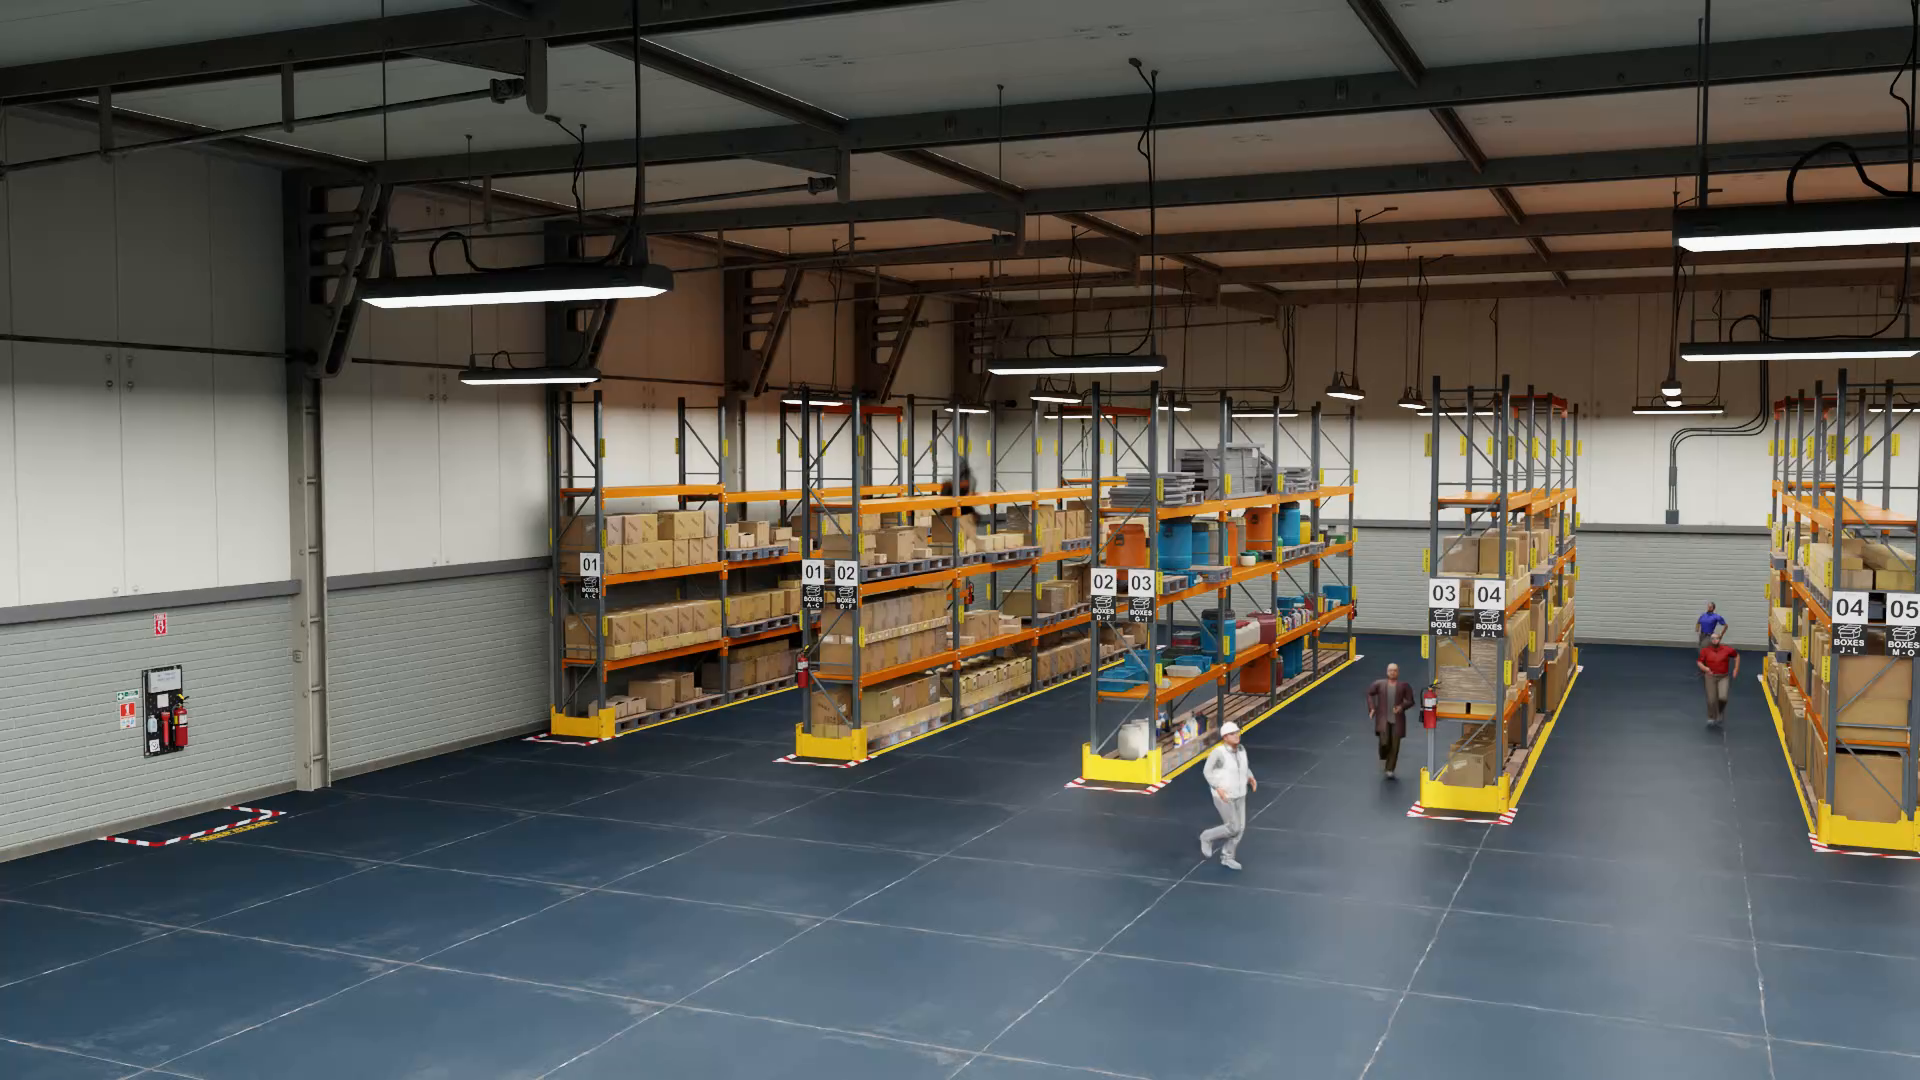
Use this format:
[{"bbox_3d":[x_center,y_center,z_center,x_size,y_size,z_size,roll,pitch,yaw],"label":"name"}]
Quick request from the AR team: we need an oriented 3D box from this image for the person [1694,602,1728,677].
[{"bbox_3d":[16.364,2.181,36.339,0.643,1.669,0.643,-1,3,-23],"label":"person"}]

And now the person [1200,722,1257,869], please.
[{"bbox_3d":[3.231,3.041,19.900,0.656,1.746,0.627,-2,4,-35],"label":"person"}]

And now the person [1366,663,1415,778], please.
[{"bbox_3d":[6.517,2.740,25.179,0.714,1.736,0.616,1,3,11],"label":"person"}]

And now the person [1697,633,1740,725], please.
[{"bbox_3d":[13.580,2.508,29.803,0.687,1.677,0.769,2,4,28],"label":"person"}]
